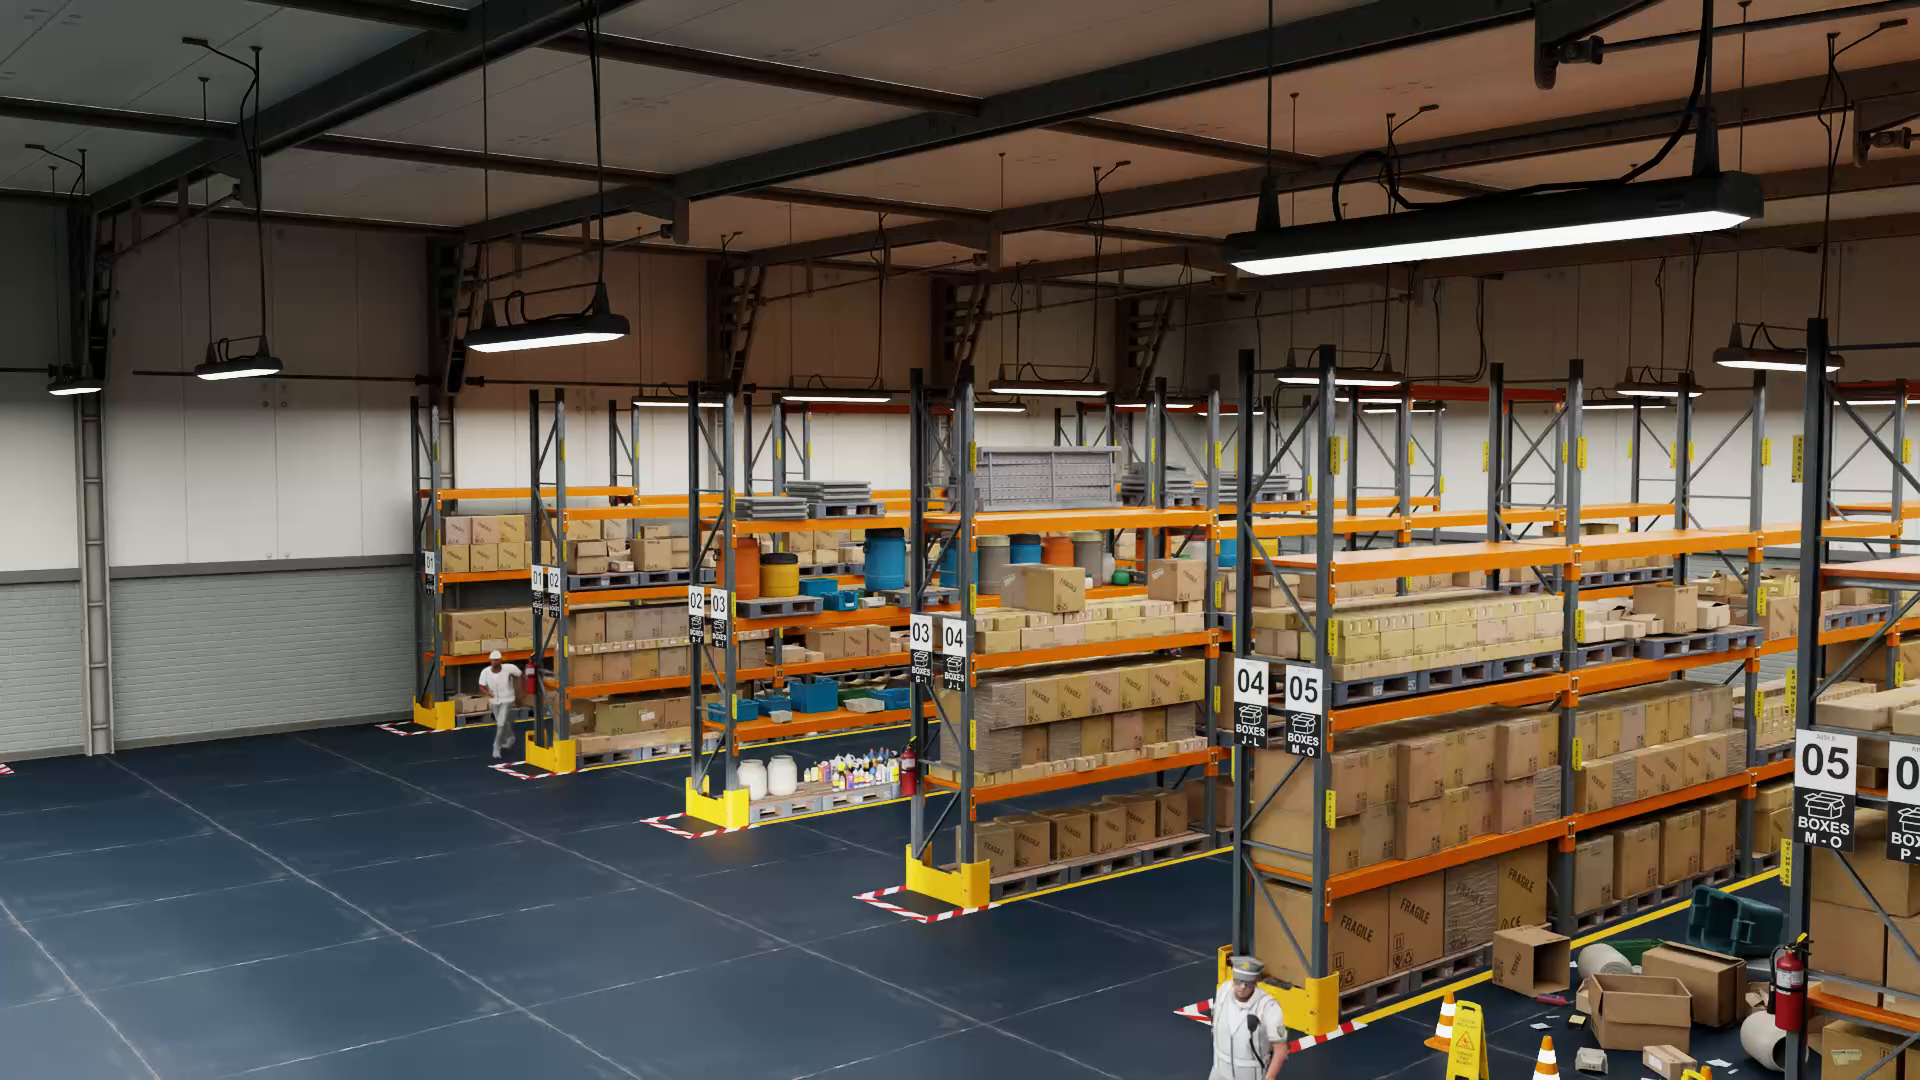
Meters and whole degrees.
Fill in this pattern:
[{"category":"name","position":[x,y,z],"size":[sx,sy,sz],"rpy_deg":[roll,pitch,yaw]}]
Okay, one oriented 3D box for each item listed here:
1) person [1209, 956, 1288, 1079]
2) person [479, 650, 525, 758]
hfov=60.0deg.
[{"category":"person","position":[1.954,3.638,11.405],"size":[0.662,1.695,0.733],"rpy_deg":[2,4,29]},{"category":"person","position":[-7.555,2.680,27.528],"size":[0.690,1.767,0.796],"rpy_deg":[1,3,12]}]
